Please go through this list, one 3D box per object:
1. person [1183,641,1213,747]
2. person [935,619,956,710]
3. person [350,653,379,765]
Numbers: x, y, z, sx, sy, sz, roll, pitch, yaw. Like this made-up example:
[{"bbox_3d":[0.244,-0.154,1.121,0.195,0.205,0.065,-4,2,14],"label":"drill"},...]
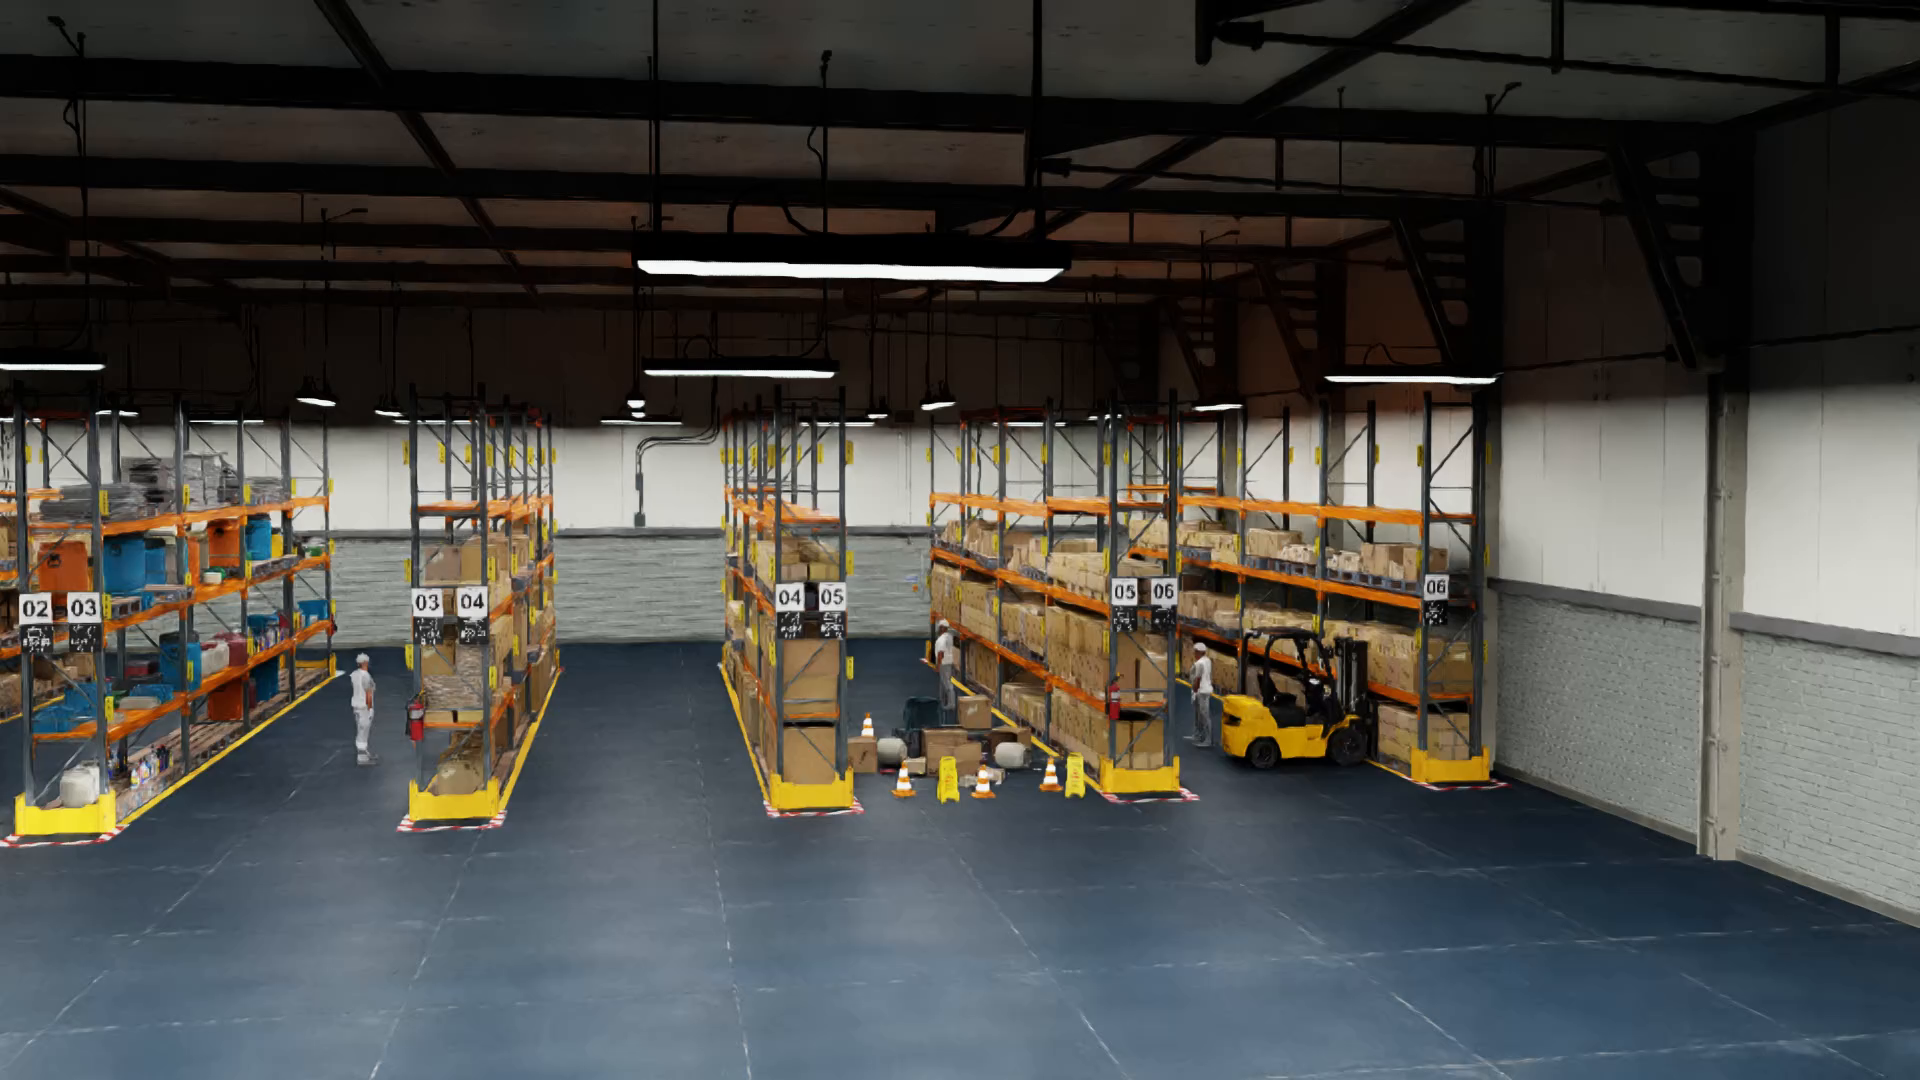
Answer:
[{"bbox_3d":[4.125,2.638,28.735,0.583,1.782,0.665,1,3,20],"label":"person"},{"bbox_3d":[-0.342,2.442,32.863,0.587,1.763,0.677,1,3,11],"label":"person"},{"bbox_3d":[-9.633,2.723,26.984,0.442,1.791,0.606,-3,4,-41],"label":"person"}]
